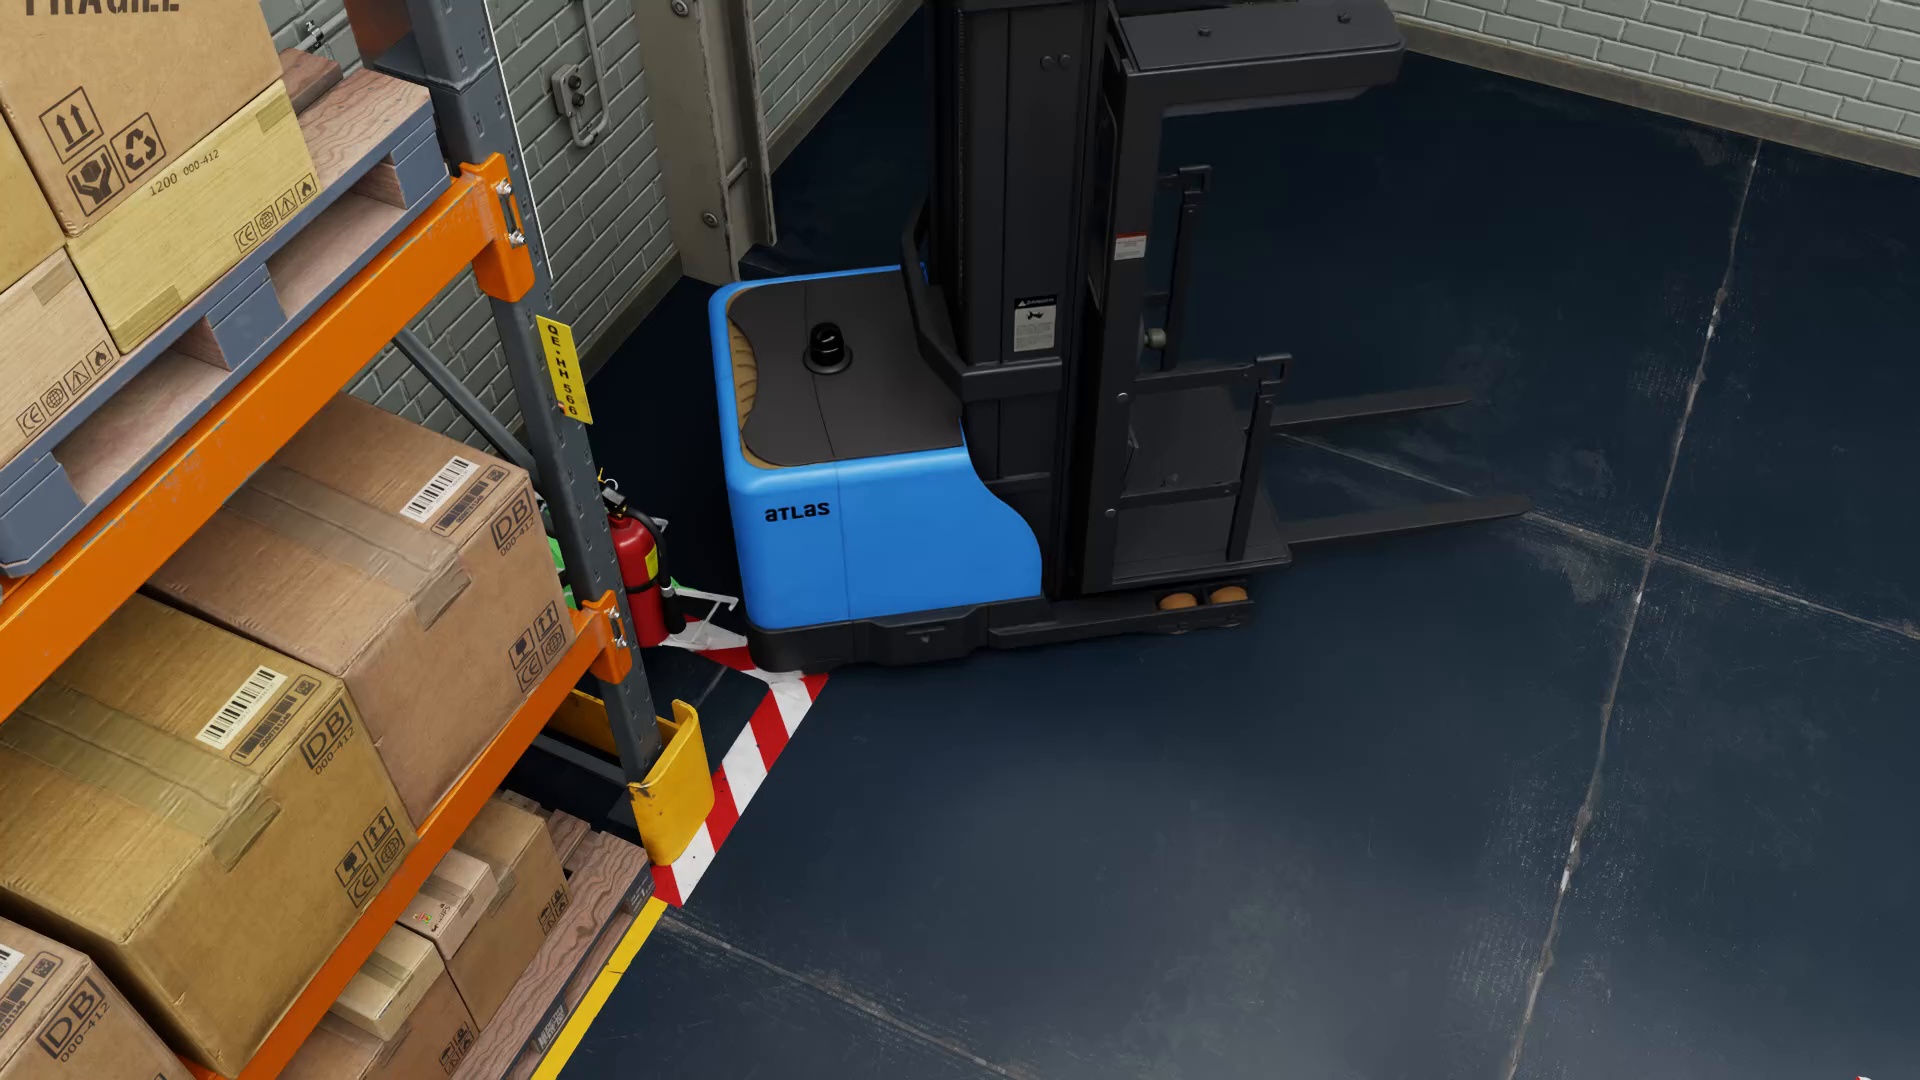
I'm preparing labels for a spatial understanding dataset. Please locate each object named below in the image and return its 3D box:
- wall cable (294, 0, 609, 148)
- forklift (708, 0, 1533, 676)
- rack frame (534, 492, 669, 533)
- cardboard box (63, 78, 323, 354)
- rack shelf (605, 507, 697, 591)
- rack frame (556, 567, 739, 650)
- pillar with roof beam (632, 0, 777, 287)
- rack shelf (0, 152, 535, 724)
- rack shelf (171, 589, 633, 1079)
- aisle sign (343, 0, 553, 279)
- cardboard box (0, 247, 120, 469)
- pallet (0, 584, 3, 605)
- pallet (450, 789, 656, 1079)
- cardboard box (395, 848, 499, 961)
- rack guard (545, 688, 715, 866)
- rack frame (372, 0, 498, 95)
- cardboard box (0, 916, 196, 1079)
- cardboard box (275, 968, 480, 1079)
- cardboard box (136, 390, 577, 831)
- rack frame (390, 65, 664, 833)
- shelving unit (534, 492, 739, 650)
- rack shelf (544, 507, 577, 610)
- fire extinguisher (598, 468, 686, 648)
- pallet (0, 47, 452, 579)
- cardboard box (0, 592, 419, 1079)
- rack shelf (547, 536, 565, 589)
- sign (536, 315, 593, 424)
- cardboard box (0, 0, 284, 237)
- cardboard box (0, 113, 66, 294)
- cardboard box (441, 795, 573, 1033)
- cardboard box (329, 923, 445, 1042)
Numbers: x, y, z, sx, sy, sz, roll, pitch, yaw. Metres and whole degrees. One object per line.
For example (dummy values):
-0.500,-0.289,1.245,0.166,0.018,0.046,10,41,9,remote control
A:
-1.752,-1.662,5.343,0.084,1.984,1.851,20,52,16,wall cable
0.653,-0.989,5.483,3.031,2.935,1.130,-7,50,-6,forklift
-1.518,-0.061,5.922,0.015,1.200,0.240,44,106,31,rack frame
-1.517,-0.645,2.932,0.500,0.250,0.500,21,53,17,cardboard box
-1.200,0.126,6.048,0.480,0.148,0.258,44,106,31,rack shelf
-1.215,0.228,5.672,0.015,1.200,0.240,44,106,31,rack frame
2.820,-2.828,3.063,9.100,9.000,0.400,20,52,16,pillar with roof beam
-2.299,0.495,2.677,1.077,0.370,4.000,20,52,16,rack shelf
-2.299,1.467,3.820,1.077,0.370,4.000,20,52,16,rack shelf
-1.142,-0.938,3.687,0.394,0.787,0.004,20,52,16,aisle sign
-1.738,-0.286,2.627,0.500,0.250,0.500,18,52,15,cardboard box
-2.272,0.270,2.454,1.003,0.211,1.213,20,52,16,pallet
-1.715,1.336,5.290,1.003,0.211,1.213,20,52,16,pallet
-1.543,0.982,4.699,0.380,0.149,0.250,19,52,16,cardboard box
-1.434,0.650,5.684,1.175,0.500,0.348,20,52,16,rack guard
-1.444,-2.088,2.433,1.000,3.000,0.127,20,52,16,rack frame
-2.288,1.140,3.428,0.980,0.700,0.700,18,52,14,cardboard box
-1.867,1.390,4.779,0.700,0.500,0.500,20,52,16,cardboard box
-1.653,0.114,4.302,0.980,0.700,0.700,22,53,18,cardboard box
-1.444,-0.144,4.718,1.000,3.000,0.127,20,52,16,rack frame
-1.367,0.083,5.797,0.503,1.200,0.258,44,106,31,shelving unit
-1.332,0.092,5.850,0.480,0.148,0.258,44,106,31,rack shelf
-0.962,0.049,4.850,0.296,0.674,0.183,20,52,16,fire extinguisher
-1.752,-0.573,3.172,1.003,0.211,1.213,20,52,16,pallet
-1.954,0.618,3.873,0.980,0.700,0.700,19,52,16,cardboard box
-1.463,0.059,5.652,0.480,0.148,0.258,44,106,31,rack shelf
-0.959,-0.409,4.028,0.100,0.325,0.005,20,52,16,sign
-1.510,-0.886,2.644,0.500,0.500,0.500,20,52,16,cardboard box
-1.734,-0.545,2.354,0.500,0.500,0.500,21,53,17,cardboard box
-1.653,1.045,5.072,0.700,0.500,0.500,20,52,16,cardboard box
-1.651,1.159,4.549,0.380,0.149,0.250,21,53,17,cardboard box
